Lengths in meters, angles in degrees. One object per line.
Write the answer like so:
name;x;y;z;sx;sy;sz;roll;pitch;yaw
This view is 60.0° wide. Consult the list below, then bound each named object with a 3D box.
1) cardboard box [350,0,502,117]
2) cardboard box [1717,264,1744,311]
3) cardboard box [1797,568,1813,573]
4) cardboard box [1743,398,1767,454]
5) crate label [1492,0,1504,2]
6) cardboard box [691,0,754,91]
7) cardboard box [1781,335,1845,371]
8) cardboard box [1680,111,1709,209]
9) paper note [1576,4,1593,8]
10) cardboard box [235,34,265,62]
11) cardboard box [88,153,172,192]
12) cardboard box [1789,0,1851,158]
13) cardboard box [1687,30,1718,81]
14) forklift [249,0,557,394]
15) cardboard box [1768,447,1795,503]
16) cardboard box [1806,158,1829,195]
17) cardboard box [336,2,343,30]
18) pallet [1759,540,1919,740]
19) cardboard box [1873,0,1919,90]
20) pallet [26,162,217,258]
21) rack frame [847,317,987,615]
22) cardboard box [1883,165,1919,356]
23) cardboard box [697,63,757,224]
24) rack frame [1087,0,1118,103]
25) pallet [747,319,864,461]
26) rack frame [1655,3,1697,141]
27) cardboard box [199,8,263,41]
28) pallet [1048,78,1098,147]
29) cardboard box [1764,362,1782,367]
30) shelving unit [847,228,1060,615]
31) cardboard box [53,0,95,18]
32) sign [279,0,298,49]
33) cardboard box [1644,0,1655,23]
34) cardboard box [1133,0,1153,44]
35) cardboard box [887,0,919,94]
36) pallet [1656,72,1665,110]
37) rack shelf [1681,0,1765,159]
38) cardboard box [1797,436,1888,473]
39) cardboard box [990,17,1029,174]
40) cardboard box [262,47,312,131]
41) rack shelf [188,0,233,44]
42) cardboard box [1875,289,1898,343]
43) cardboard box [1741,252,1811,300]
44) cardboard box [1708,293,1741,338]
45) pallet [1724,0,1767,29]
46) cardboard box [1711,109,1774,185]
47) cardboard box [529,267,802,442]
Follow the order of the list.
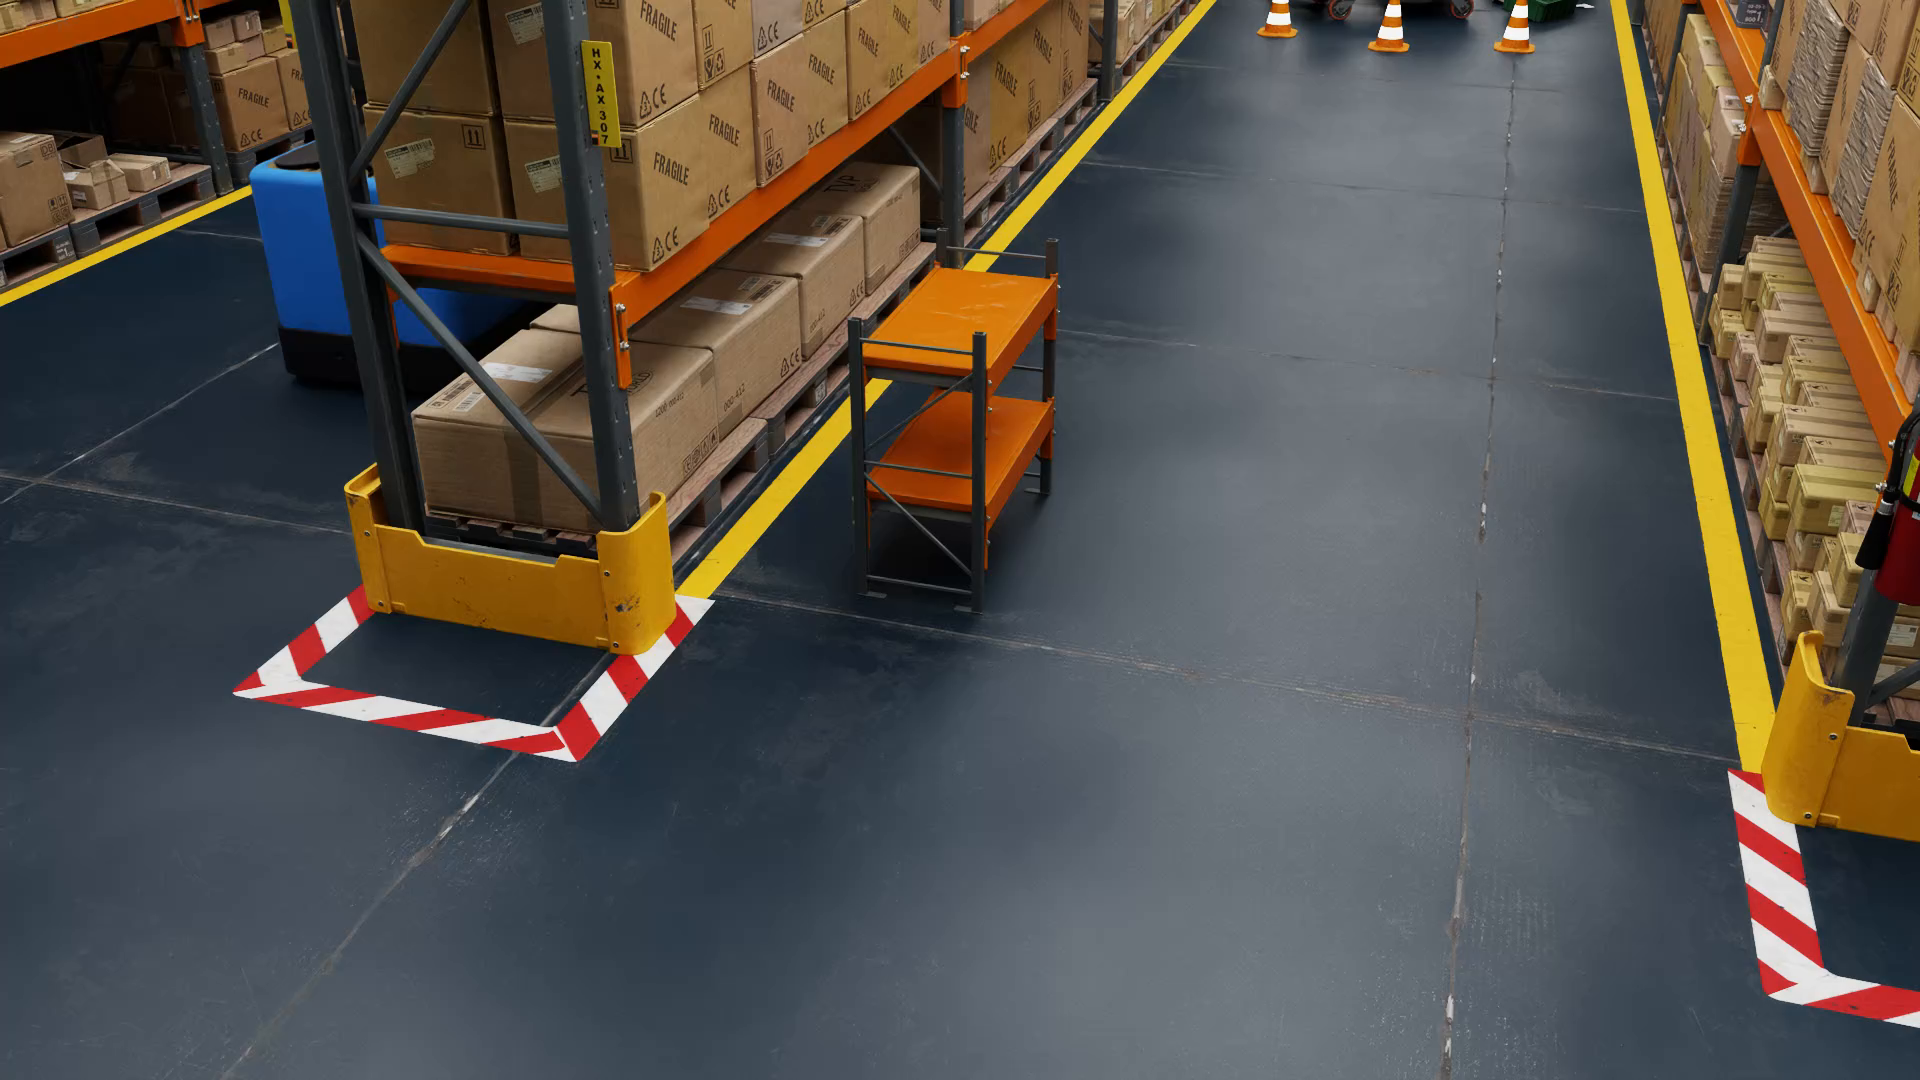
cardboard box;-1.734;-1.797;5.764;0.500;0.500;0.500;9;30;17
cardboard box;3.876;-1.203;8.022;0.380;0.149;0.250;10;31;17
cardboard box;3.207;0.144;5.906;0.380;0.149;0.250;8;30;15
cardboard box;3.532;-0.464;6.999;0.380;0.149;0.250;8;30;14
crate label;5.301;-5.265;16.073;0.298;0.136;0.250;-12;31;-20
cardboard box;-1.090;-1.963;6.062;0.500;0.500;0.500;8;30;14
cardboard box;3.615;-0.712;6.833;0.380;0.149;0.250;7;30;13
cardboard box;4.570;-2.206;9.768;0.500;0.500;0.500;8;30;14
paper note;5.968;-5.121;15.923;0.147;0.020;0.142;-12;31;-20
cardboard box;-4.853;-3.267;11.010;0.380;0.149;0.250;8;30;13
cardboard box;-5.103;-2.261;10.230;0.380;0.149;0.250;8;30;13
cardboard box;3.581;-1.778;6.452;0.500;0.500;0.500;8;30;14
cardboard box;4.879;-3.015;10.451;0.500;0.250;0.500;8;30;14
forklift;-2.370;-2.660;8.517;1.130;2.935;3.031;8;30;15
cardboard box;3.286;-0.237;6.286;0.380;0.149;0.250;9;30;16
cardboard box;3.552;-1.445;6.520;0.380;0.149;0.250;10;31;17
cardboard box;-4.537;-3.743;11.866;0.380;0.149;0.250;10;30;17
pallet;3.408;0.411;5.793;1.003;0.211;1.213;8;30;15
cardboard box;3.303;-1.737;5.349;0.500;0.500;0.500;10;31;17
pallet;-5.422;-2.087;10.284;1.003;0.211;1.213;8;30;15
rack frame;-0.151;-0.252;6.046;0.500;1.125;0.032;8;30;15
cardboard box;3.000;-0.819;4.727;0.500;0.500;0.500;9;30;16
cardboard box;-1.111;-1.524;6.301;0.500;0.500;0.500;8;30;14
rack frame;0.700;-4.777;12.251;1.000;3.000;0.127;8;30;15
pallet;-1.128;-0.788;7.950;1.003;0.211;1.213;8;30;15
rack frame;5.462;-4.117;11.066;1.000;3.000;0.127;8;30;15
cardboard box;-4.830;-3.385;10.916;0.380;0.149;0.250;7;30;12
pallet;0.397;-3.202;12.290;1.003;0.211;1.213;8;30;15
cardboard box;3.665;-0.705;7.126;0.380;0.149;0.250;10;31;17
shelving unit;-0.002;-0.488;6.471;0.538;1.125;1.048;8;30;15
cardboard box;-5.181;-3.082;9.463;0.380;0.149;0.250;9;30;16
sign;-2.163;-1.752;5.380;0.100;0.325;0.005;8;30;15
cardboard box;6.540;-4.875;14.310;1.050;0.750;0.750;8;30;15
cardboard box;1.085;-4.417;13.876;0.950;0.372;0.625;8;30;14
cardboard box;-0.511;-2.470;8.001;0.500;0.500;0.500;8;30;14
pallet;5.765;-3.254;12.383;1.003;0.211;1.213;8;30;15
rack shelf;4.875;-2.873;9.570;1.077;0.370;4.000;8;30;15
cardboard box;3.247;-0.238;5.980;0.380;0.149;0.250;7;30;13
cardboard box;-0.111;-2.893;10.619;0.875;0.875;0.875;9;30;16
cardboard box;-4.716;-3.157;11.479;0.500;0.500;0.500;8;30;14
rack shelf;-4.633;-4.239;12.025;1.077;0.370;4.000;8;30;15
cardboard box;3.107;-0.710;5.200;0.380;0.149;0.250;8;30;14
cardboard box;3.851;-1.206;7.721;0.380;0.149;0.250;10;31;17
cardboard box;3.874;-1.073;8.093;0.380;0.149;0.250;7;30;13
pallet;4.920;-3.108;9.448;1.003;0.211;1.213;8;30;15
cardboard box;4.265;-2.059;8.734;0.500;0.250;0.500;8;30;14
cardboard box;-1.289;-0.870;7.432;0.875;0.438;0.875;9;30;16
